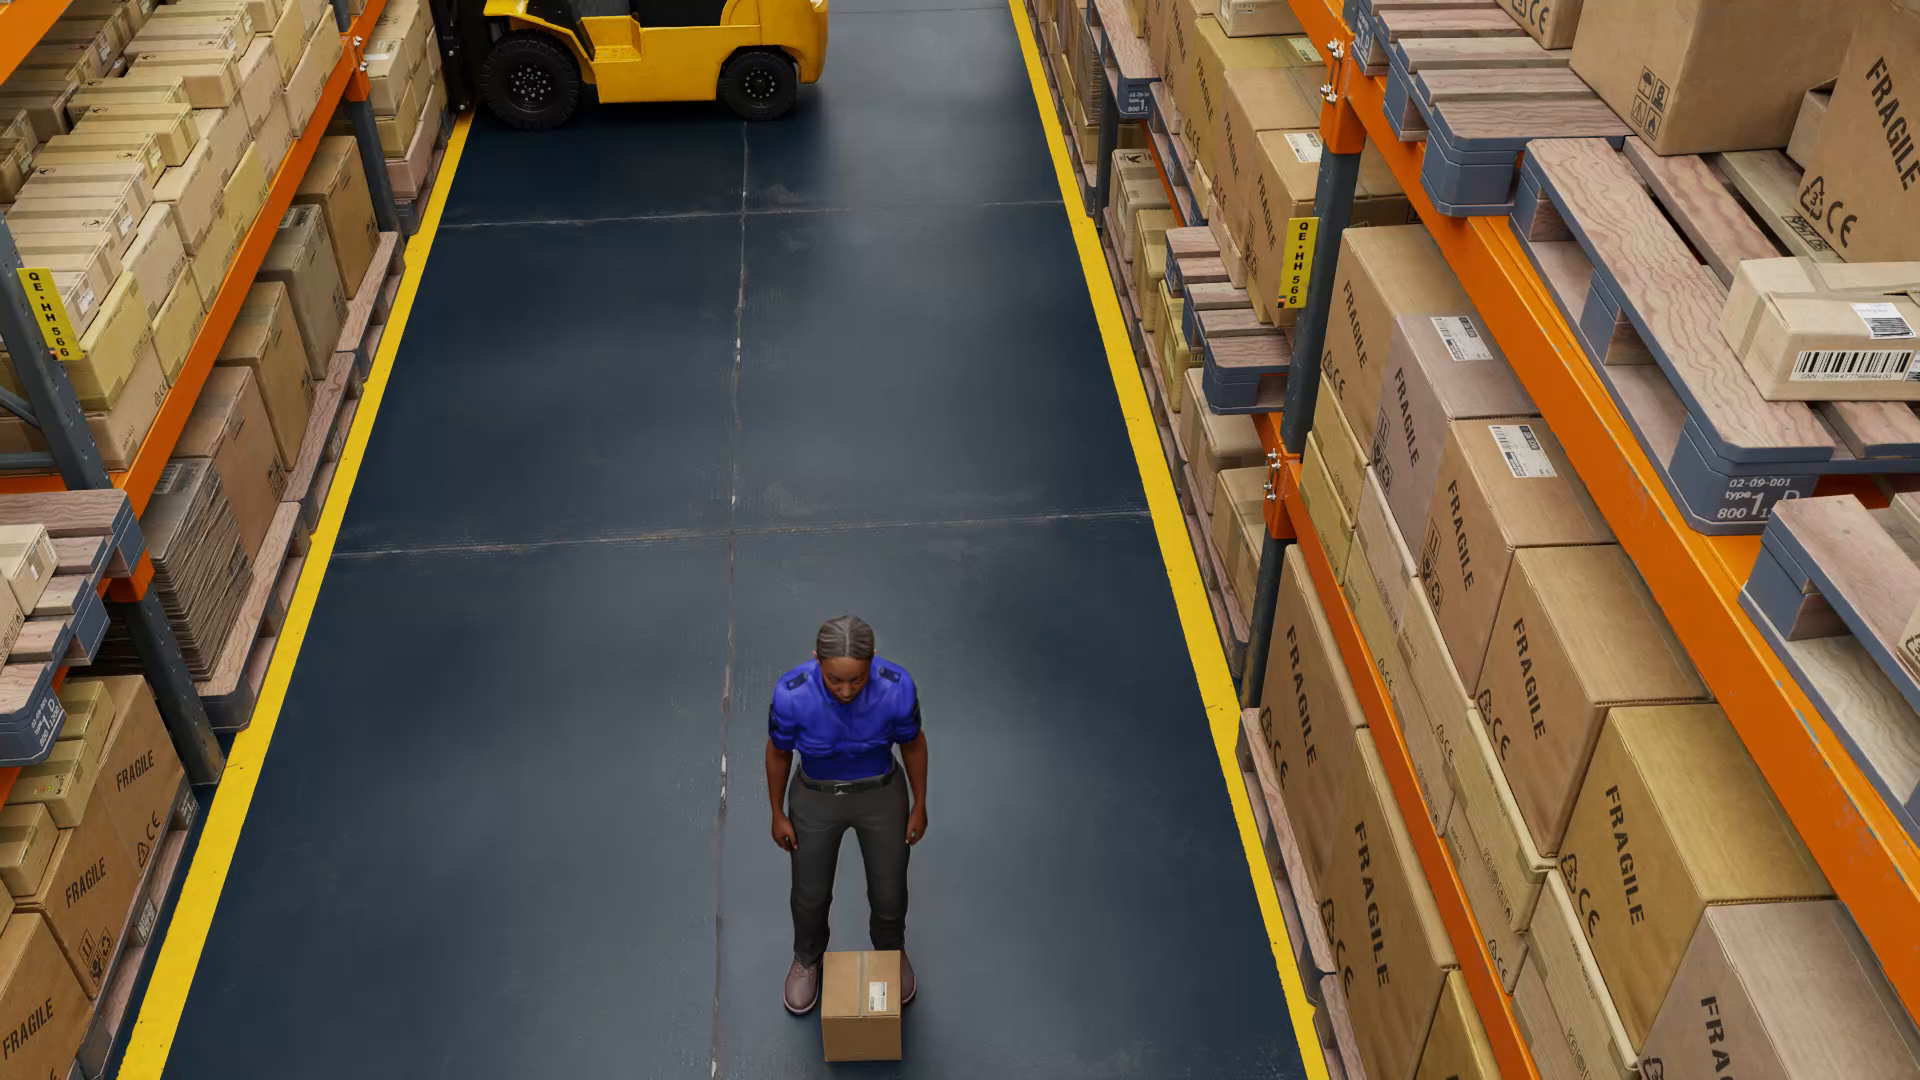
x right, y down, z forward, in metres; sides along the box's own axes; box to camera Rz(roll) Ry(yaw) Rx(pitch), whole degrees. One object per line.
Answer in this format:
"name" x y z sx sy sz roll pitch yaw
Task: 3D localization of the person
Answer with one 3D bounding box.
"person" -0.349 0.827 5.149 0.507 1.655 0.347 -3 39 -4
